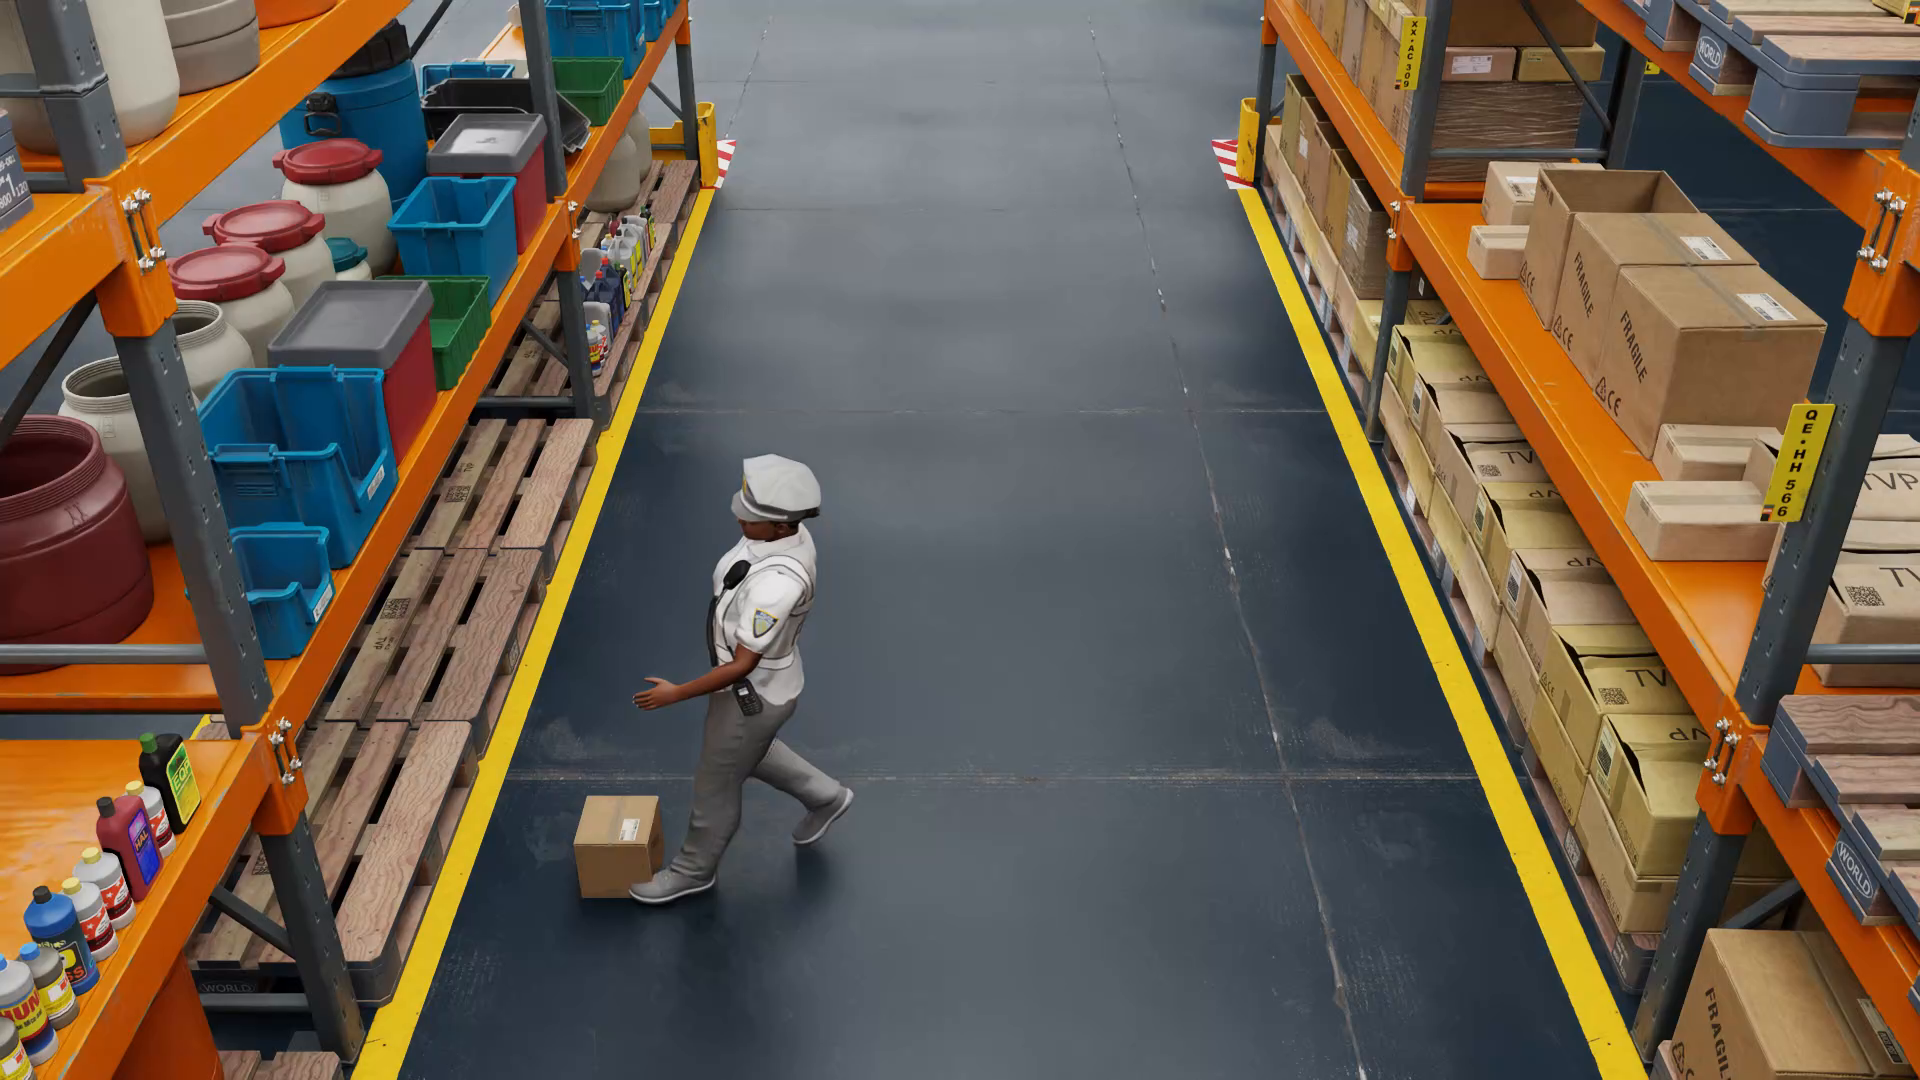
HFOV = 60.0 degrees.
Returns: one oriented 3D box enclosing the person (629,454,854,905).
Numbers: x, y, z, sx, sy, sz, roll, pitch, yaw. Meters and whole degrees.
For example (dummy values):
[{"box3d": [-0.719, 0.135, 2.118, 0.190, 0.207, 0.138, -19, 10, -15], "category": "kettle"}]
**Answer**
[{"box3d": [-0.752, 0.463, 5.384, 0.789, 1.624, 0.525, -4, 32, -6], "category": "person"}]
